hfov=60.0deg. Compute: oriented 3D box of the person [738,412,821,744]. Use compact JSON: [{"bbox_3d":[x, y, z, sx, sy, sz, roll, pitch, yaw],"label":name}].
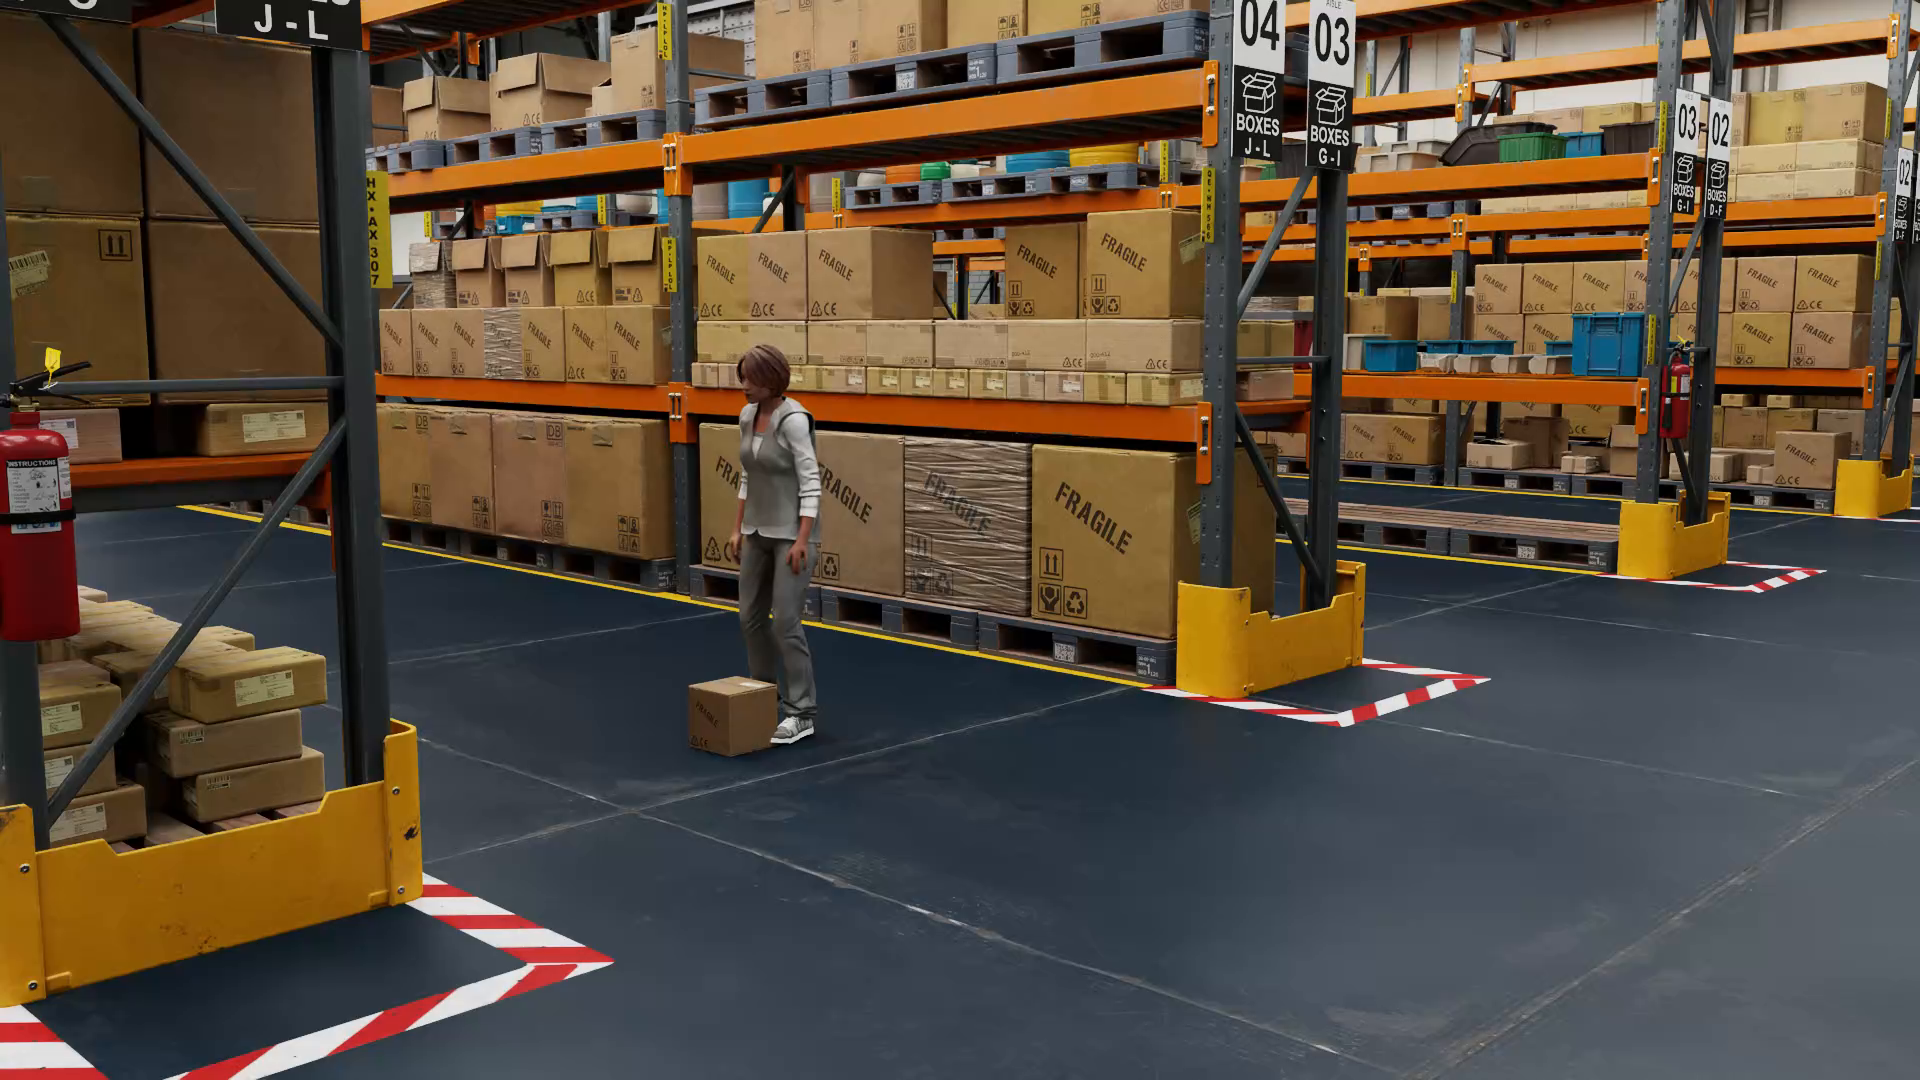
[{"bbox_3d":[-0.747,0.132,6.735,0.461,1.351,0.320,7,10,44],"label":"person"}]
